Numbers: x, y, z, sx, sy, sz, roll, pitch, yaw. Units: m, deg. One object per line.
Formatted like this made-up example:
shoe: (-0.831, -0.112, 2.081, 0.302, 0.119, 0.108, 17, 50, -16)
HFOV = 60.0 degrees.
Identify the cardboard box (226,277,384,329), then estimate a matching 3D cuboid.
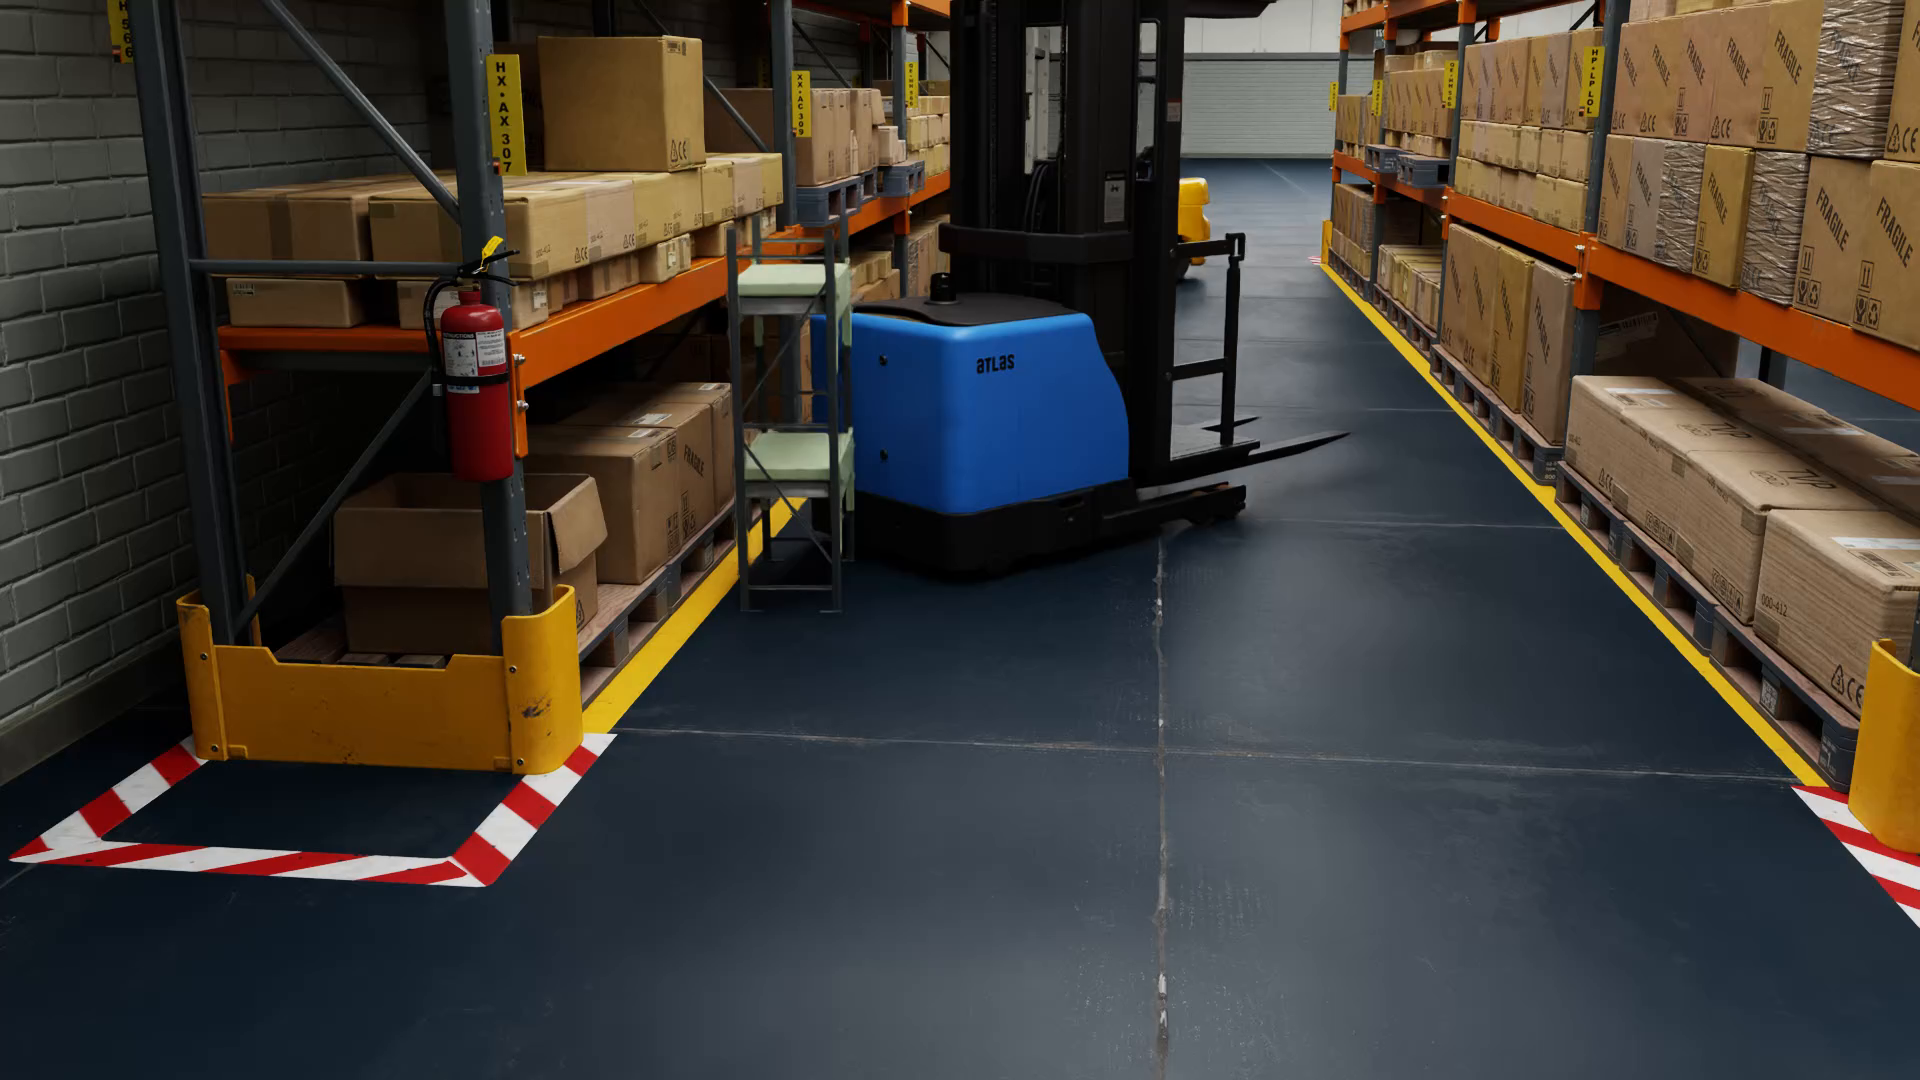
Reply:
cardboard box: (-2.031, -0.749, 5.168, 0.380, 0.149, 0.250, 2, 15, 6)

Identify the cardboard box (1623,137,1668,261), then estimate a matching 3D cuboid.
cardboard box: (3.208, -1.473, 7.171, 0.500, 0.500, 0.500, 2, 15, 7)

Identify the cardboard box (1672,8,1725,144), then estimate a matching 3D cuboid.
cardboard box: (3.155, -1.820, 6.540, 0.500, 0.500, 0.500, 2, 15, 7)

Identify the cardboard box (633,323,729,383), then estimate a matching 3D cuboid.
cardboard box: (-1.589, -0.946, 9.400, 0.500, 0.500, 0.500, 2, 15, 6)

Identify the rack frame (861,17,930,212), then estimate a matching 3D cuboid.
rack frame: (-0.448, -3.889, 16.298, 1.000, 3.000, 0.127, 2, 15, 6)

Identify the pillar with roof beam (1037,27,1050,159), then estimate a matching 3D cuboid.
pillar with roof beam: (6.692, -15.322, 47.088, 9.100, 9.000, 0.400, 2, 15, 6)

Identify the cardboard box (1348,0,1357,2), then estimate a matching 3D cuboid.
cardboard box: (4.548, -6.048, 18.252, 0.500, 0.250, 0.500, 1, 15, 5)

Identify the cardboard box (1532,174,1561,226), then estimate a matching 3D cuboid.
cardboard box: (3.440, -1.852, 9.054, 0.500, 0.250, 0.500, 1, 15, 5)

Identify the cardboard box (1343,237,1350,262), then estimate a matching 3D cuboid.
cardboard box: (4.456, -3.182, 18.145, 0.500, 0.250, 0.500, 3, 15, 10)

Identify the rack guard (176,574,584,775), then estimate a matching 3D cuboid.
rack guard: (-1.794, 0.410, 5.187, 1.175, 0.500, 0.348, 2, 15, 6)

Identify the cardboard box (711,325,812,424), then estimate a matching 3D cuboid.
cardboard box: (-1.073, -0.929, 9.336, 0.500, 0.500, 0.500, 2, 15, 9)

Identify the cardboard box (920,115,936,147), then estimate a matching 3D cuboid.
cardboard box: (-0.472, -3.394, 13.795, 0.500, 0.250, 0.500, 1, 15, 5)

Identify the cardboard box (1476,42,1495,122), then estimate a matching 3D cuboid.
cardboard box: (3.688, -2.988, 10.858, 0.500, 0.500, 0.500, 2, 15, 6)

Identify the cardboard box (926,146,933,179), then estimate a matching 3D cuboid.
cardboard box: (-0.494, -3.151, 13.857, 0.500, 0.250, 0.500, 1, 15, 4)

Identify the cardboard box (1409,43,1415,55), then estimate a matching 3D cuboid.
cardboard box: (4.829, -4.658, 16.465, 0.700, 0.500, 0.500, 2, 15, 7)

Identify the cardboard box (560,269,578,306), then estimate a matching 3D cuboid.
cardboard box: (-1.515, -0.869, 5.611, 0.380, 0.149, 0.250, 1, 15, 6)

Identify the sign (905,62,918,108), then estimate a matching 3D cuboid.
sign: (-0.359, -3.359, 12.271, 0.100, 0.325, 0.005, 2, 15, 6)

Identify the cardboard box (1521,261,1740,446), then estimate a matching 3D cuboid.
cardboard box: (3.572, -1.009, 8.914, 0.875, 0.875, 0.875, 2, 15, 8)

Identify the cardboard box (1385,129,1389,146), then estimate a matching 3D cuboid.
cardboard box: (4.108, -3.691, 15.243, 0.380, 0.149, 0.250, 2, 15, 7)

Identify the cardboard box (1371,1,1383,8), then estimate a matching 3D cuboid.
cardboard box: (4.347, -5.428, 16.724, 0.380, 0.149, 0.250, 2, 15, 8)

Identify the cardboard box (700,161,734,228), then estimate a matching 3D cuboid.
cardboard box: (-1.277, -1.487, 7.132, 0.500, 0.250, 0.500, 2, 15, 6)

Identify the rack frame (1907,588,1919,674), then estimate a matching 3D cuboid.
rack frame: (3.130, -0.632, 4.251, 1.000, 3.000, 0.127, 2, 15, 6)

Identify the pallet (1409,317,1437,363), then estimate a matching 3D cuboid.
pallet: (4.123, -1.563, 13.038, 1.003, 0.211, 1.213, 2, 15, 6)

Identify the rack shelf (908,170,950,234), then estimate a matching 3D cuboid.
rack shelf: (-0.674, -3.023, 14.474, 1.077, 0.370, 4.000, 2, 15, 6)

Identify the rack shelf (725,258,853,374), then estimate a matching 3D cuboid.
rack shelf: (-0.667, -0.907, 6.648, 0.431, 0.370, 0.720, 0, 15, 1)

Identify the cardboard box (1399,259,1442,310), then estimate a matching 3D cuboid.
cardboard box: (4.273, -2.175, 14.189, 0.950, 0.372, 0.625, 2, 15, 8)

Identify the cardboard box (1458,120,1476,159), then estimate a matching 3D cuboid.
cardboard box: (3.730, -2.751, 11.420, 0.500, 0.250, 0.500, 2, 15, 6)

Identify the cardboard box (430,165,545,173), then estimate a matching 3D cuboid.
cardboard box: (-1.835, -1.373, 6.710, 0.500, 0.250, 0.500, 2, 15, 6)

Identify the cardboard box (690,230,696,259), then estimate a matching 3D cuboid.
cardboard box: (-1.347, -1.269, 7.088, 0.380, 0.149, 0.250, 2, 15, 7)

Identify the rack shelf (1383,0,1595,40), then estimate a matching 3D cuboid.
rack shelf: (4.259, -4.326, 13.545, 1.077, 0.370, 4.000, 2, 15, 6)

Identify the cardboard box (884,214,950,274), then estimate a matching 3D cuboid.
cardboard box: (-0.496, -2.810, 16.052, 0.875, 0.625, 0.625, 2, 15, 9)

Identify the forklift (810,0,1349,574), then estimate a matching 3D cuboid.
forklift: (0.749, -1.573, 7.863, 3.031, 2.935, 1.130, -13, 20, -41)

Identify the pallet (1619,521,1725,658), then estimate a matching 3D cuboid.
pallet: (3.283, 0.189, 6.558, 1.003, 0.211, 1.213, 2, 15, 6)

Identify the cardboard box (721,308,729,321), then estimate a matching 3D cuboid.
cardboard box: (-1.552, -1.359, 9.683, 0.380, 0.149, 0.250, 2, 15, 7)

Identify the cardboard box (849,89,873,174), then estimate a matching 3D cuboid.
cardboard box: (-0.927, -2.522, 10.246, 0.700, 0.500, 0.500, 2, 15, 6)

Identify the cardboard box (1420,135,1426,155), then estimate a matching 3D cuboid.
cardboard box: (3.815, -3.083, 12.995, 0.380, 0.149, 0.250, 1, 15, 4)

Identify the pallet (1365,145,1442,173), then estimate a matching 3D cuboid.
pallet: (4.254, -3.457, 15.069, 1.003, 0.211, 1.213, 2, 15, 6)

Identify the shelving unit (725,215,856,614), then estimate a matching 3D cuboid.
shelving unit: (-0.667, -0.531, 6.750, 0.431, 1.500, 0.755, 0, 15, 1)

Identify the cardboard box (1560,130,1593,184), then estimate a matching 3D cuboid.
cardboard box: (3.390, -1.959, 8.492, 0.500, 0.250, 0.500, 2, 15, 6)

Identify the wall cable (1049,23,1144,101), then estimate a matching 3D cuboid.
wall cable: (4.061, -14.675, 50.644, 3.097, 2.526, 0.112, 2, 15, 6)

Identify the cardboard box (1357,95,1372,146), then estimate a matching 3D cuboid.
cardboard box: (4.393, -4.327, 17.155, 0.500, 0.500, 0.500, 2, 15, 8)

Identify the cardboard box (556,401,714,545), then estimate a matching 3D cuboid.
cardboard box: (-1.345, -0.283, 6.948, 0.500, 0.500, 0.500, 2, 15, 7)

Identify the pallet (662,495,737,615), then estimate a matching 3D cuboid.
pallet: (-1.564, 0.027, 7.157, 1.003, 0.211, 1.213, 2, 15, 6)

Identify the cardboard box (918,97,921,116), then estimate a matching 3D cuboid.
cardboard box: (-0.522, -3.492, 13.395, 0.380, 0.149, 0.250, 2, 15, 7)

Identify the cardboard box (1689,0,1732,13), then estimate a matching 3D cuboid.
cardboard box: (3.141, -2.174, 6.604, 0.380, 0.149, 0.250, 1, 15, 5)

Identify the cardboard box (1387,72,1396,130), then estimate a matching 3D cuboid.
cardboard box: (4.091, -3.895, 14.756, 0.500, 0.500, 0.500, 2, 15, 6)

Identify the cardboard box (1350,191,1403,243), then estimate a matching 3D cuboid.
cardboard box: (4.397, -3.407, 17.542, 0.500, 0.500, 0.500, 3, 15, 9)

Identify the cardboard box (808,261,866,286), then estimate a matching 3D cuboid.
cardboard box: (-0.852, -1.819, 11.386, 0.380, 0.149, 0.250, 2, 15, 8)
